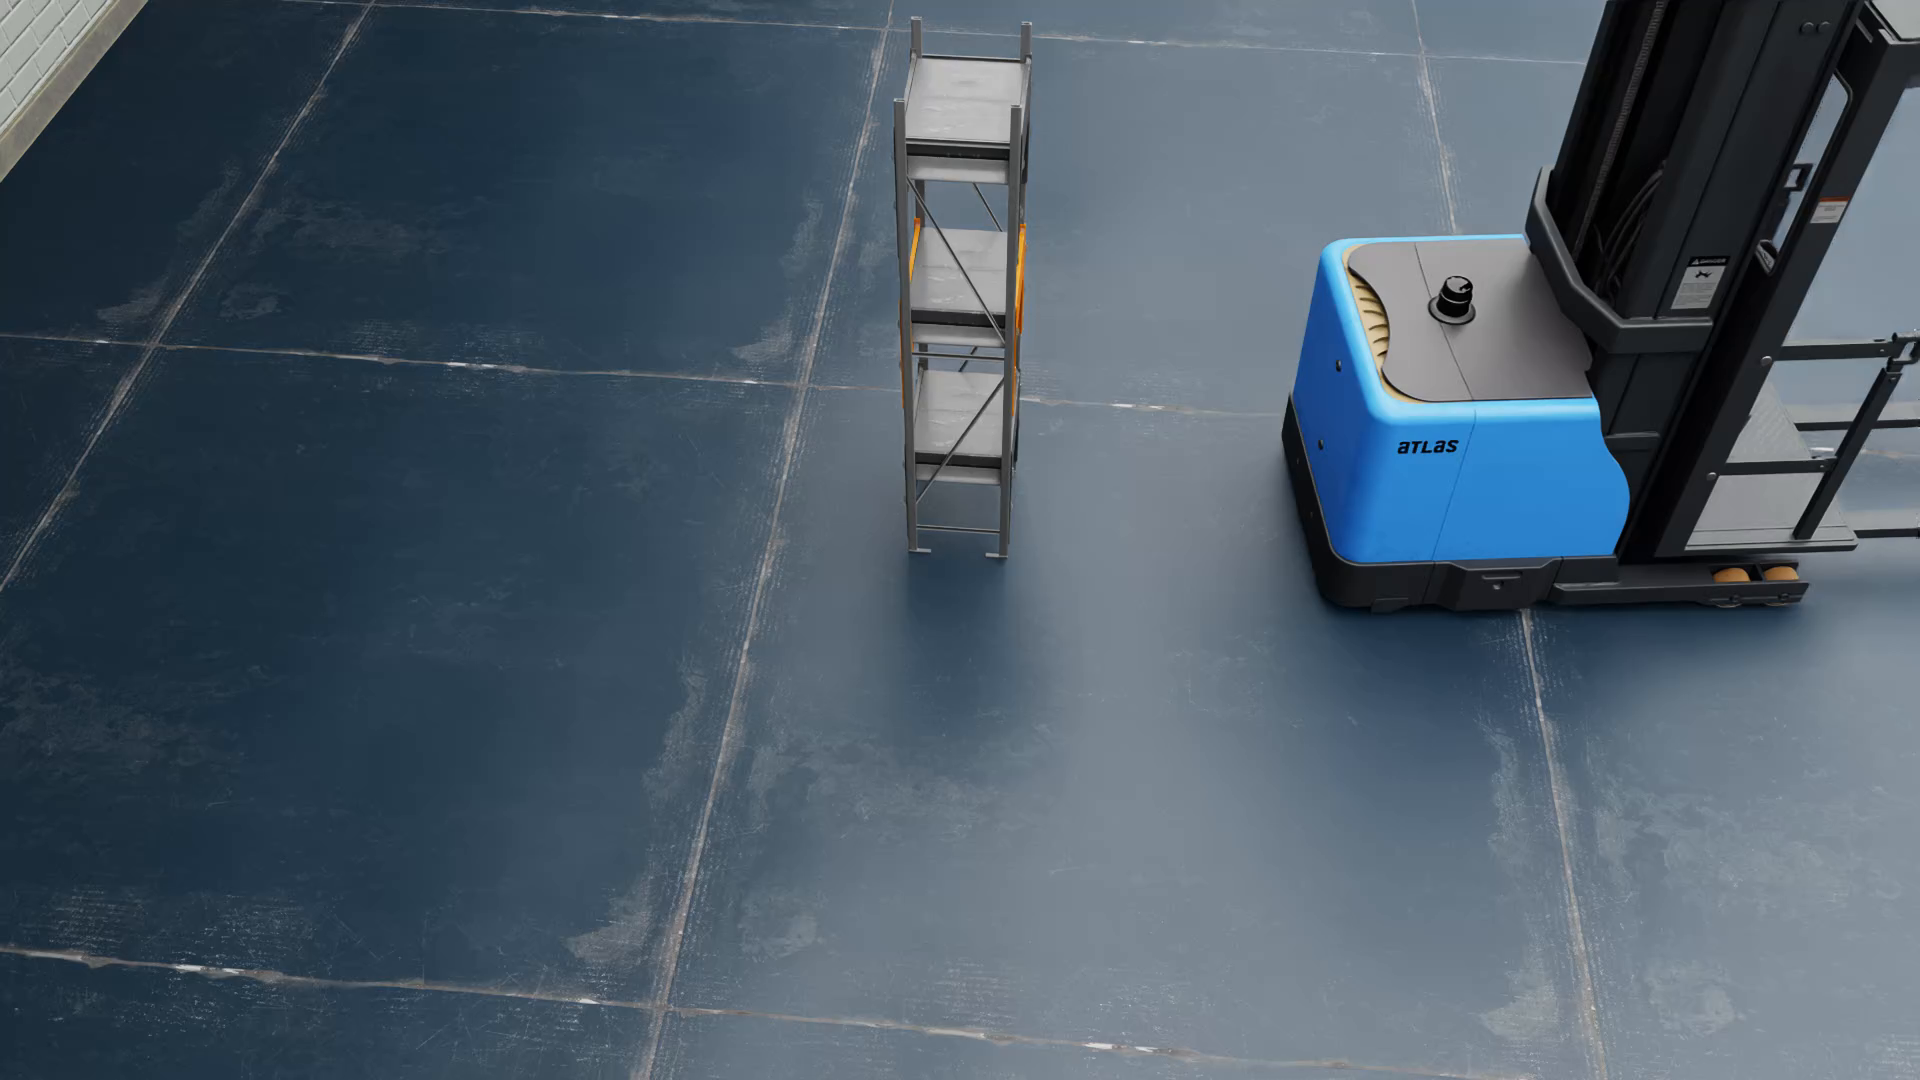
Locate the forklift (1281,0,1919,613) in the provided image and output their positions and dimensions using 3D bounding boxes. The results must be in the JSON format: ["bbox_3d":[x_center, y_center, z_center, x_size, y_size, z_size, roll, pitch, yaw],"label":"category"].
[{"bbox_3d":[2.901,-1.115,5.809,3.031,2.935,1.130,-2,48,-2],"label":"forklift"}]

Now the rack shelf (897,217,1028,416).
[{"bbox_3d":[0.015,-0.821,6.122,0.431,0.518,0.480,4,48,4],"label":"rack shelf"}]

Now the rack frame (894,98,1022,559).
[{"bbox_3d":[-0.007,-0.651,5.948,0.400,2.100,0.015,4,48,4],"label":"rack frame"}]

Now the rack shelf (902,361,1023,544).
[{"bbox_3d":[0.015,-0.349,6.639,0.431,0.518,0.480,4,48,4],"label":"rack shelf"}]

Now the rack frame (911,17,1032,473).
[{"bbox_3d":[0.037,-1.010,6.276,0.400,2.100,0.015,4,48,4],"label":"rack frame"}]

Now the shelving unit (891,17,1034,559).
[{"bbox_3d":[0.015,-0.830,6.112,0.431,2.100,0.503,4,48,4],"label":"shelving unit"}]

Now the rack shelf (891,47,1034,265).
[{"bbox_3d":[0.015,-1.294,5.606,0.431,0.518,0.480,4,48,4],"label":"rack shelf"}]
